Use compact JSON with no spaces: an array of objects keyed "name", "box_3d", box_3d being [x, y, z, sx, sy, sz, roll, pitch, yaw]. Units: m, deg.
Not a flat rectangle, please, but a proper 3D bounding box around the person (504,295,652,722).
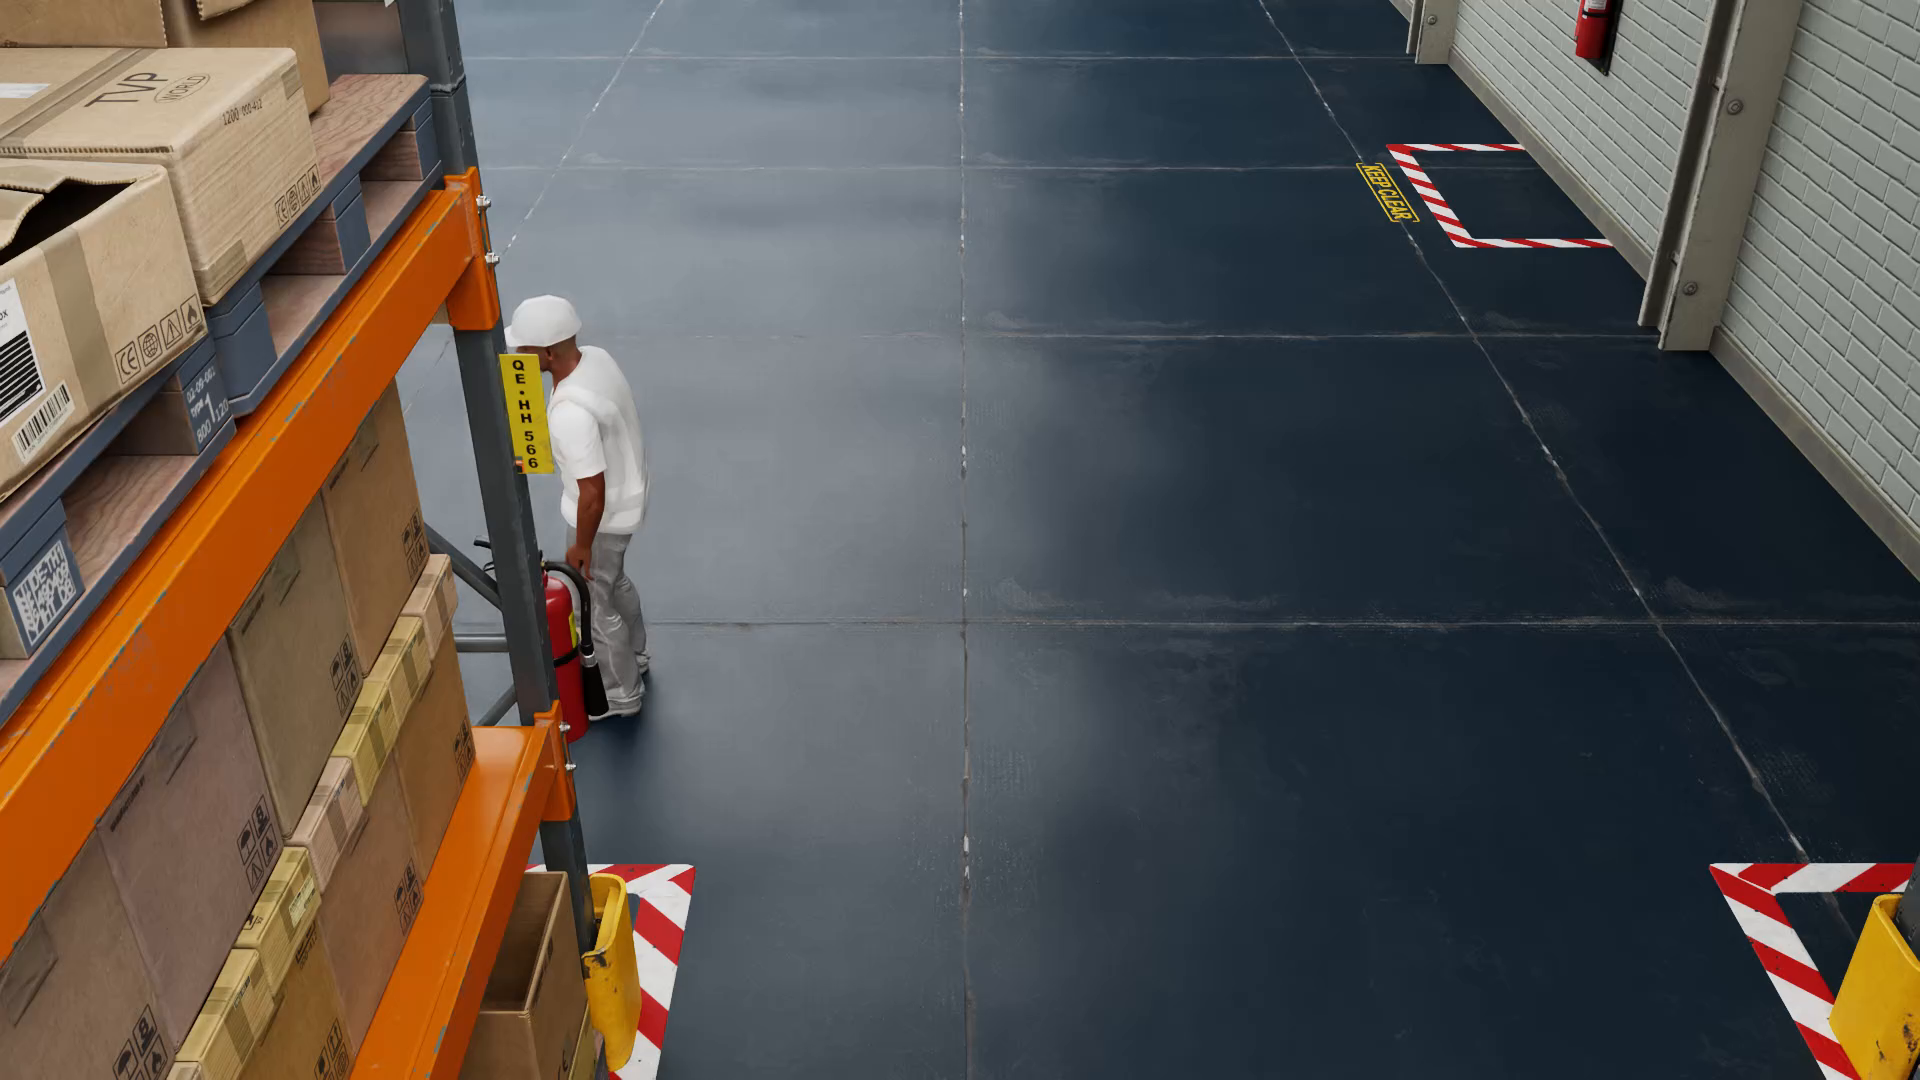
[{"name":"person","box_3d":[-1.405,-0.120,6.316,0.461,1.759,0.629,-2,31,-3]}]
